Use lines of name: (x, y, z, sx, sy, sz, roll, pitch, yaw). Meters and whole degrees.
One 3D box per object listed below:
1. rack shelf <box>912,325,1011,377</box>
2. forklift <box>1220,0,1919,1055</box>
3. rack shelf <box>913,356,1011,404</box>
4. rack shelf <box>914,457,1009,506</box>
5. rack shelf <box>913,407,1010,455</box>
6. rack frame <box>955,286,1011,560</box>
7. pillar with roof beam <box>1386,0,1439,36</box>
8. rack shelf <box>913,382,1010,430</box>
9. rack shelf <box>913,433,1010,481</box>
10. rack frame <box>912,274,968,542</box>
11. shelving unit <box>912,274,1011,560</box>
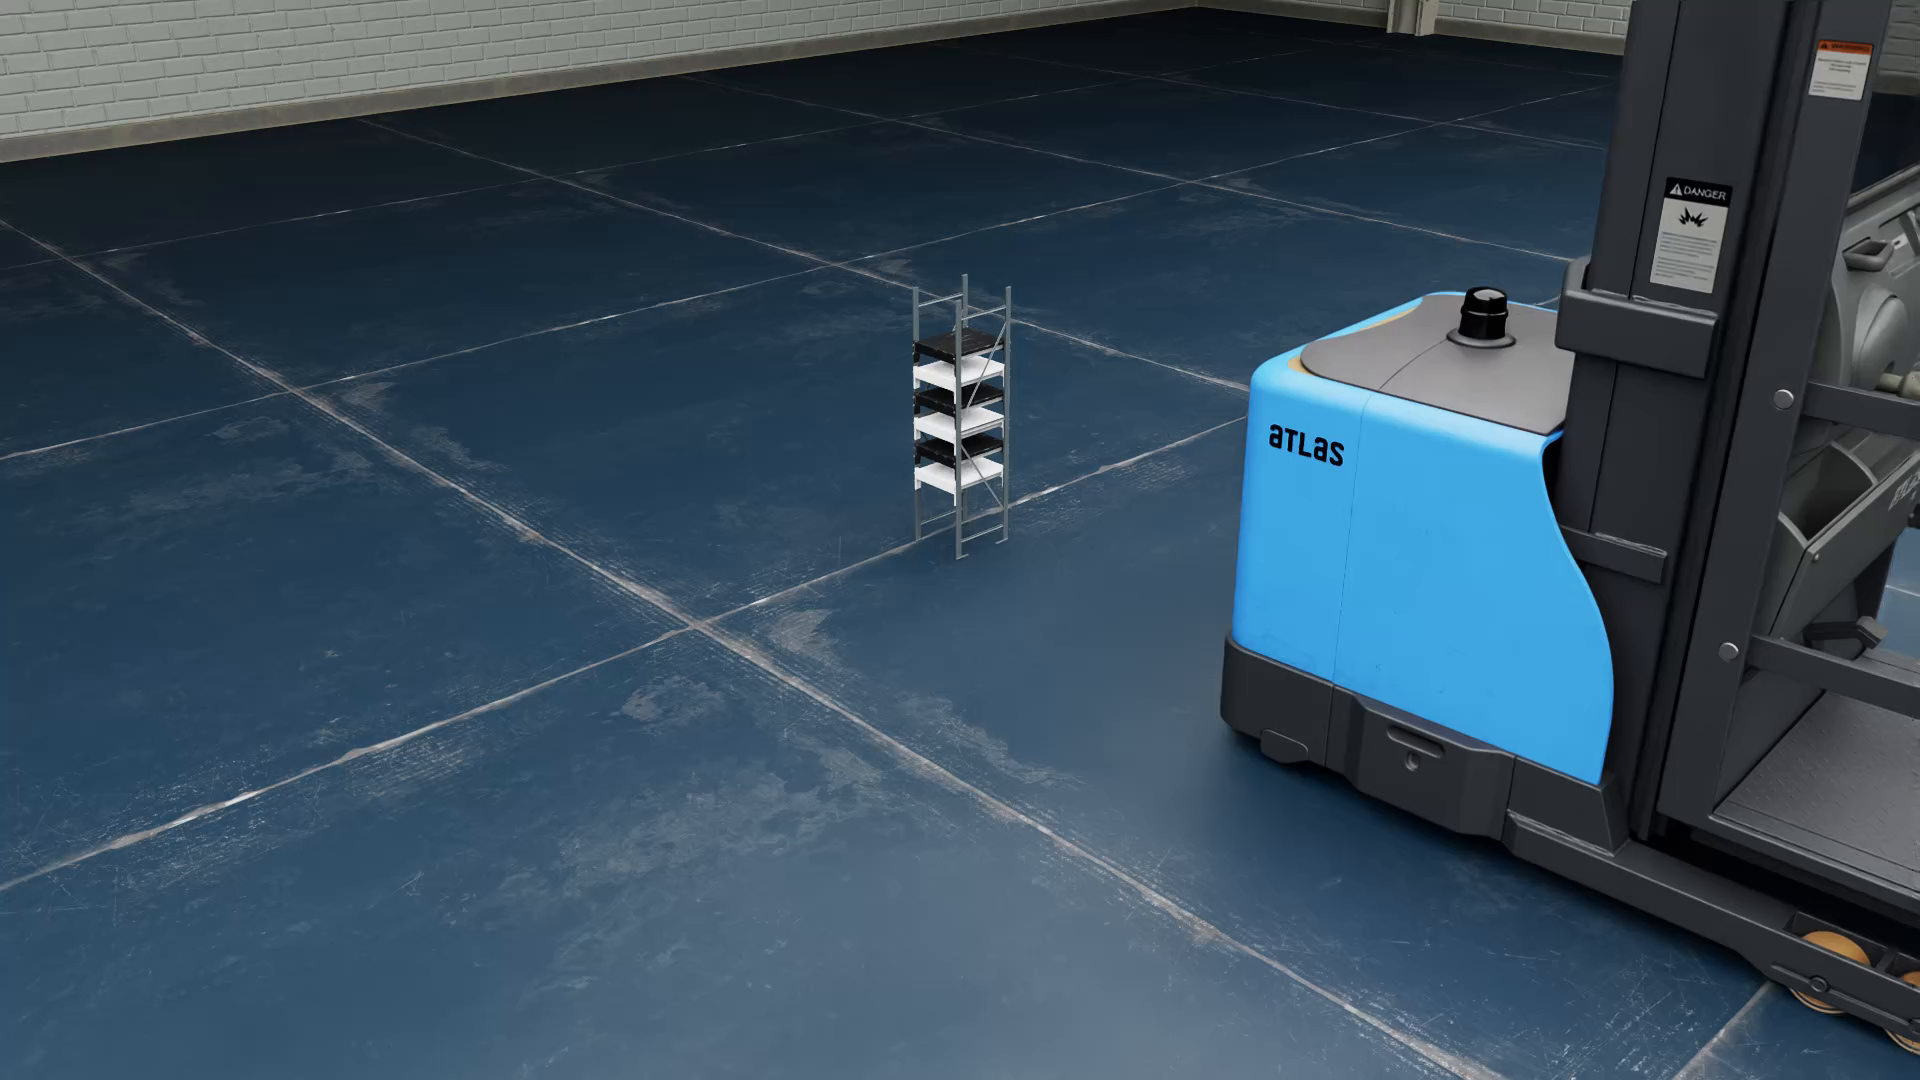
rack shelf: (0.006, -0.622, 5.460, 0.258, 0.077, 0.200, -21, 32, -38)
forklift: (2.127, -0.517, 3.352, 3.031, 2.935, 1.130, 21, 32, 39)
rack shelf: (0.006, -0.540, 5.497, 0.258, 0.077, 0.200, -21, 32, -38)
rack shelf: (0.006, -0.213, 5.646, 0.258, 0.077, 0.200, -21, 32, -38)
rack shelf: (0.006, -0.377, 5.572, 0.258, 0.077, 0.200, -21, 32, -38)
rack frame: (0.075, -0.376, 5.490, 0.240, 0.900, 0.006, -21, 32, -38)
pillar with roof beam: (1.558, -8.163, 12.802, 9.100, 9.000, 0.400, -21, 32, -38)
rack shelf: (0.006, -0.459, 5.534, 0.258, 0.077, 0.200, -21, 32, -38)
rack shelf: (0.006, -0.295, 5.609, 0.258, 0.077, 0.200, -21, 32, -38)
rack frame: (-0.064, -0.438, 5.625, 0.240, 0.900, 0.006, -21, 32, -38)
shelving unit: (0.006, -0.407, 5.558, 0.258, 0.900, 0.210, -21, 32, -38)
